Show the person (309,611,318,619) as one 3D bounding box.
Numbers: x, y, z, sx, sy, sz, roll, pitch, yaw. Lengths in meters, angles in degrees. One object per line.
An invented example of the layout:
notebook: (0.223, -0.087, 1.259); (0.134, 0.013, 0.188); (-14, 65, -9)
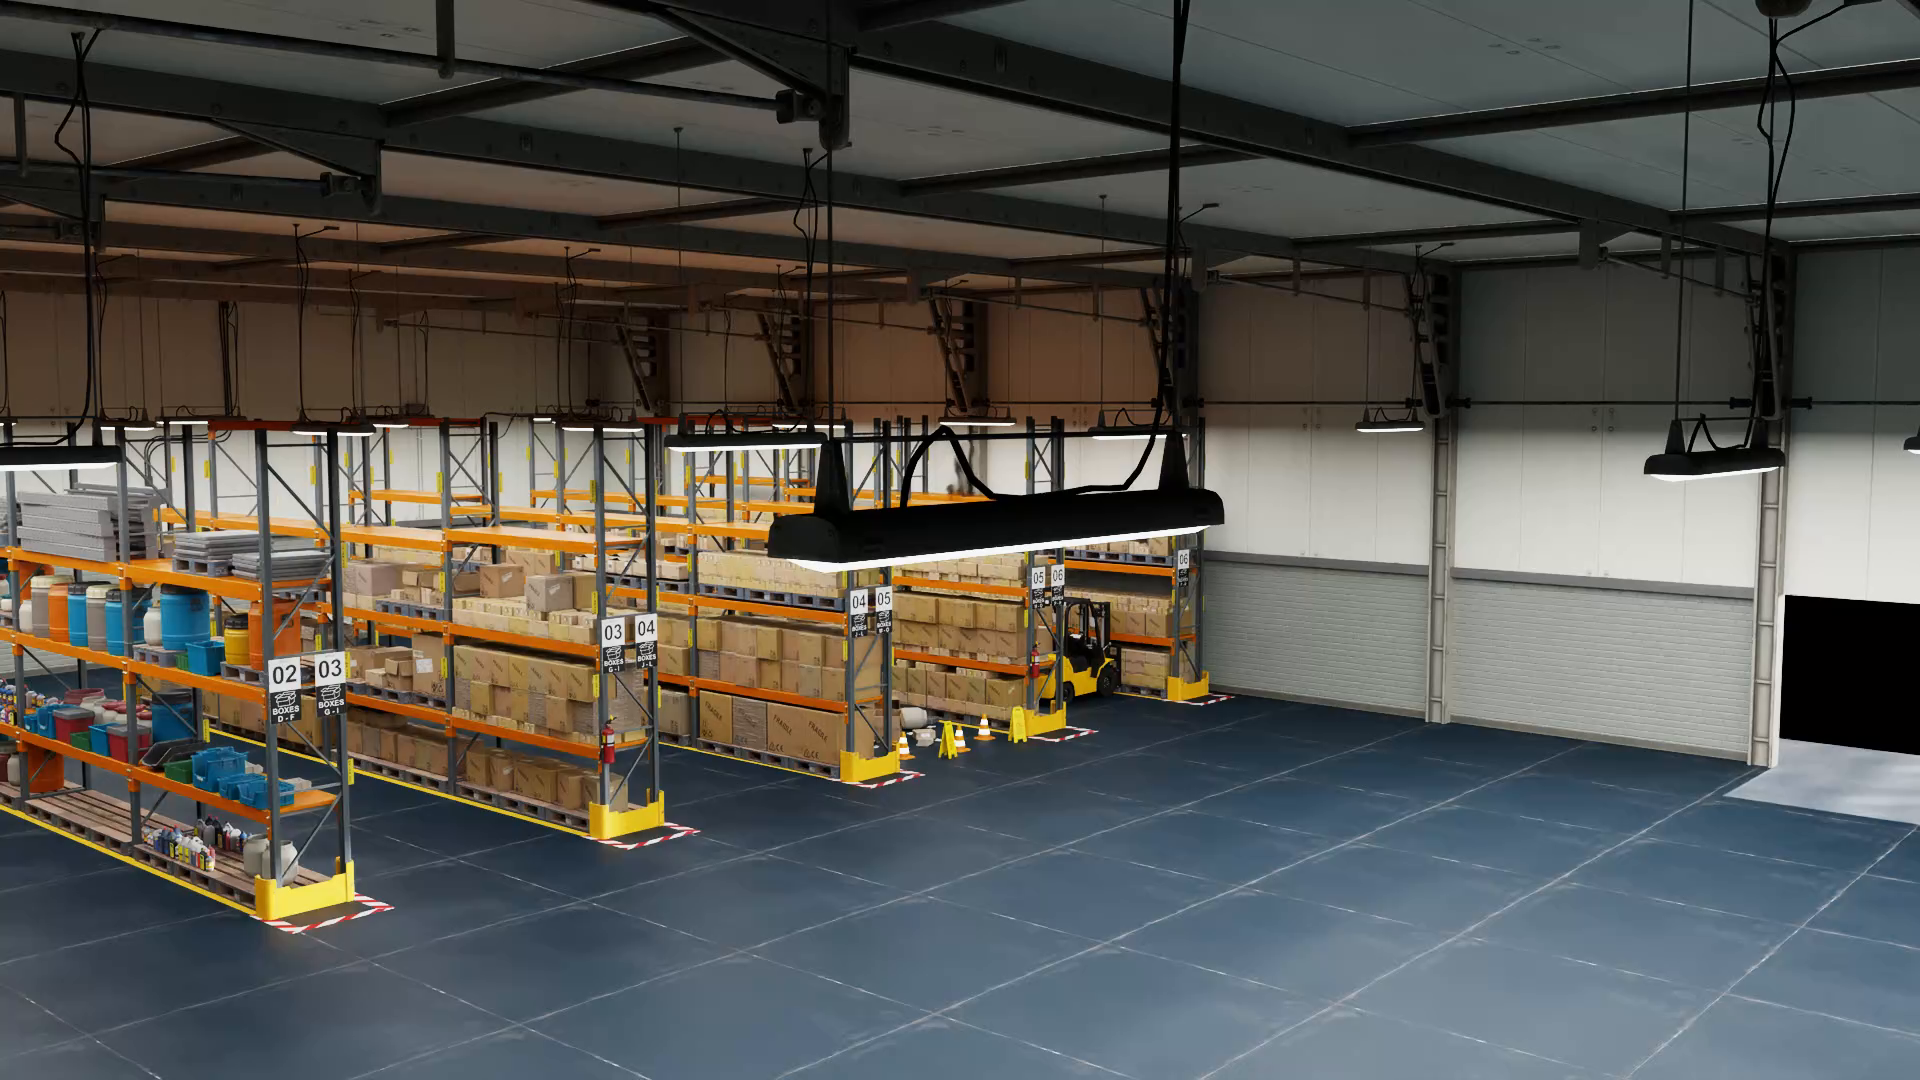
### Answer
person: (-14.823, 2.312, 38.392); (0.588, 1.710, 0.695); (0, 5, -4)
